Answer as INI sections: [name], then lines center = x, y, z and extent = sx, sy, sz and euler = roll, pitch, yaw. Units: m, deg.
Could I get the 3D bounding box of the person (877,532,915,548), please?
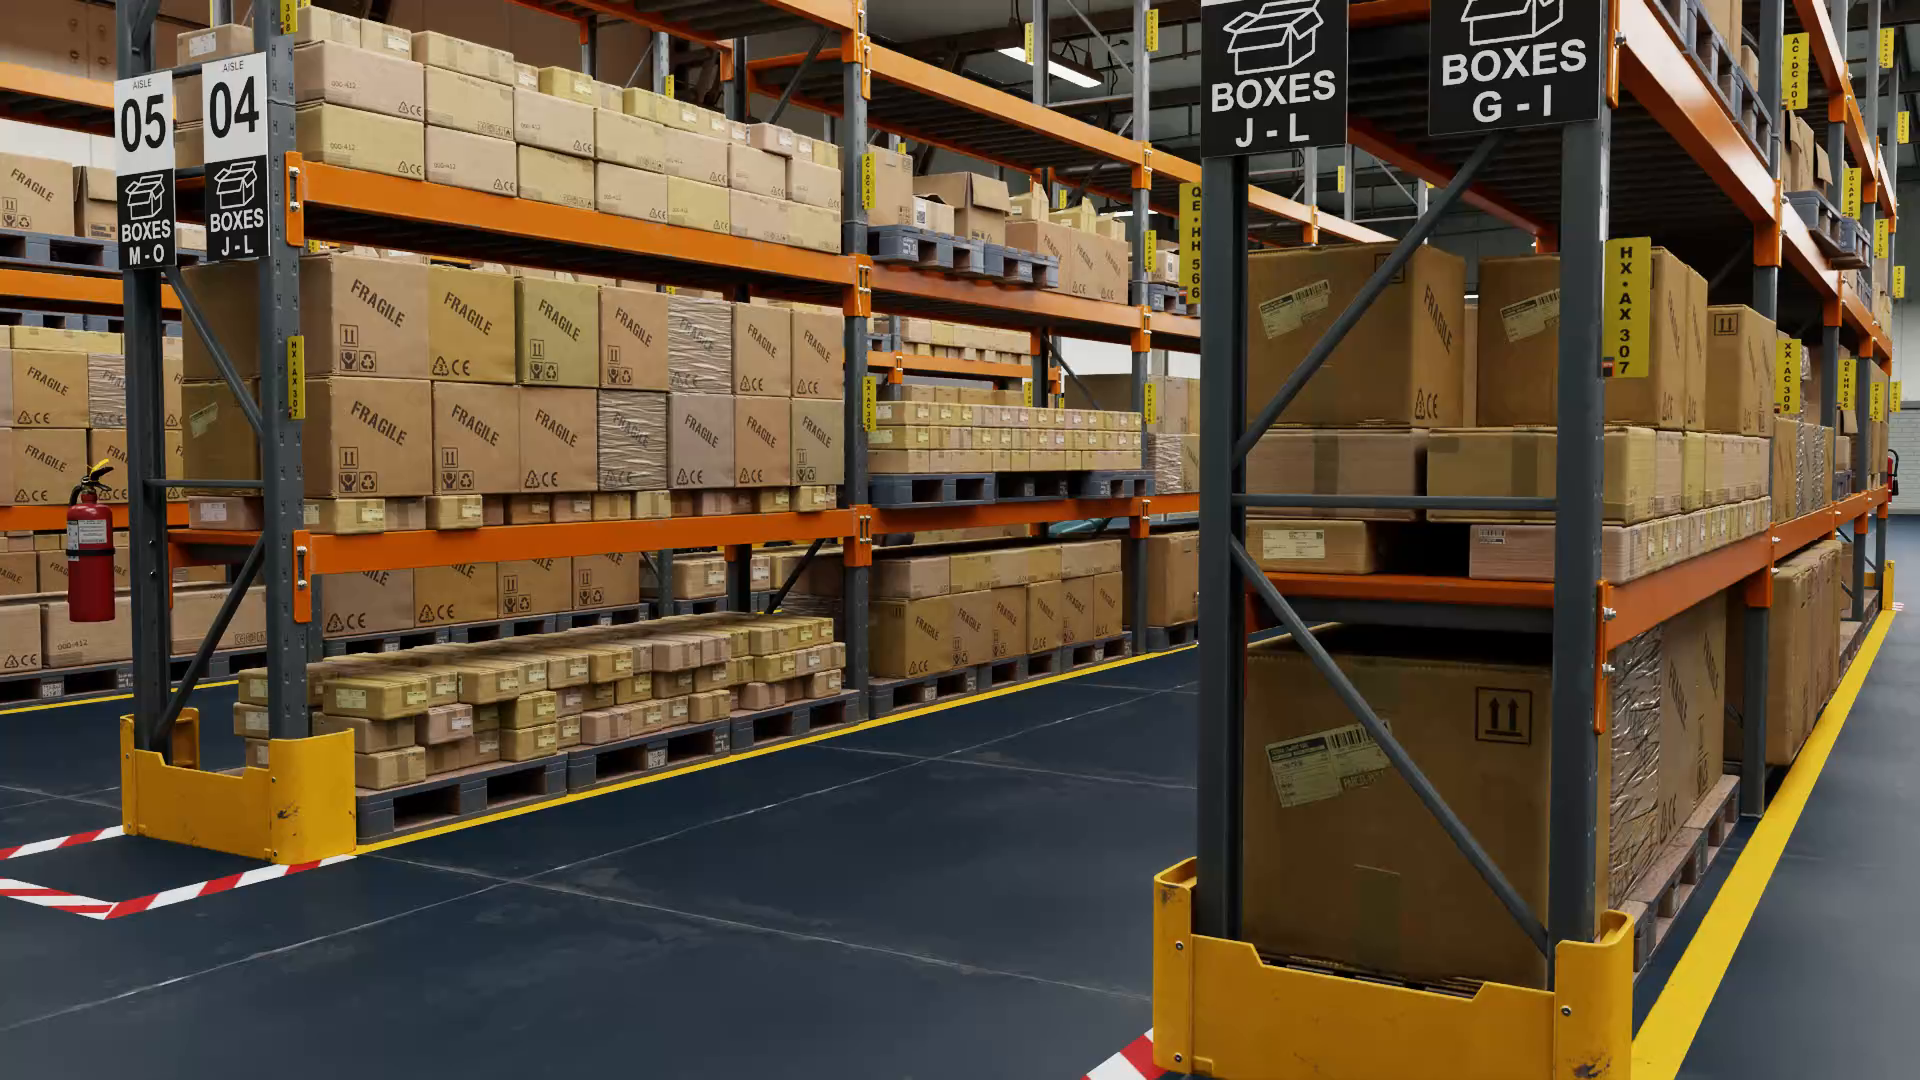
[person]
center = -0.649, -0.051, 16.643
extent = 0.349, 1.655, 0.526
euler = 2, 3, 29
